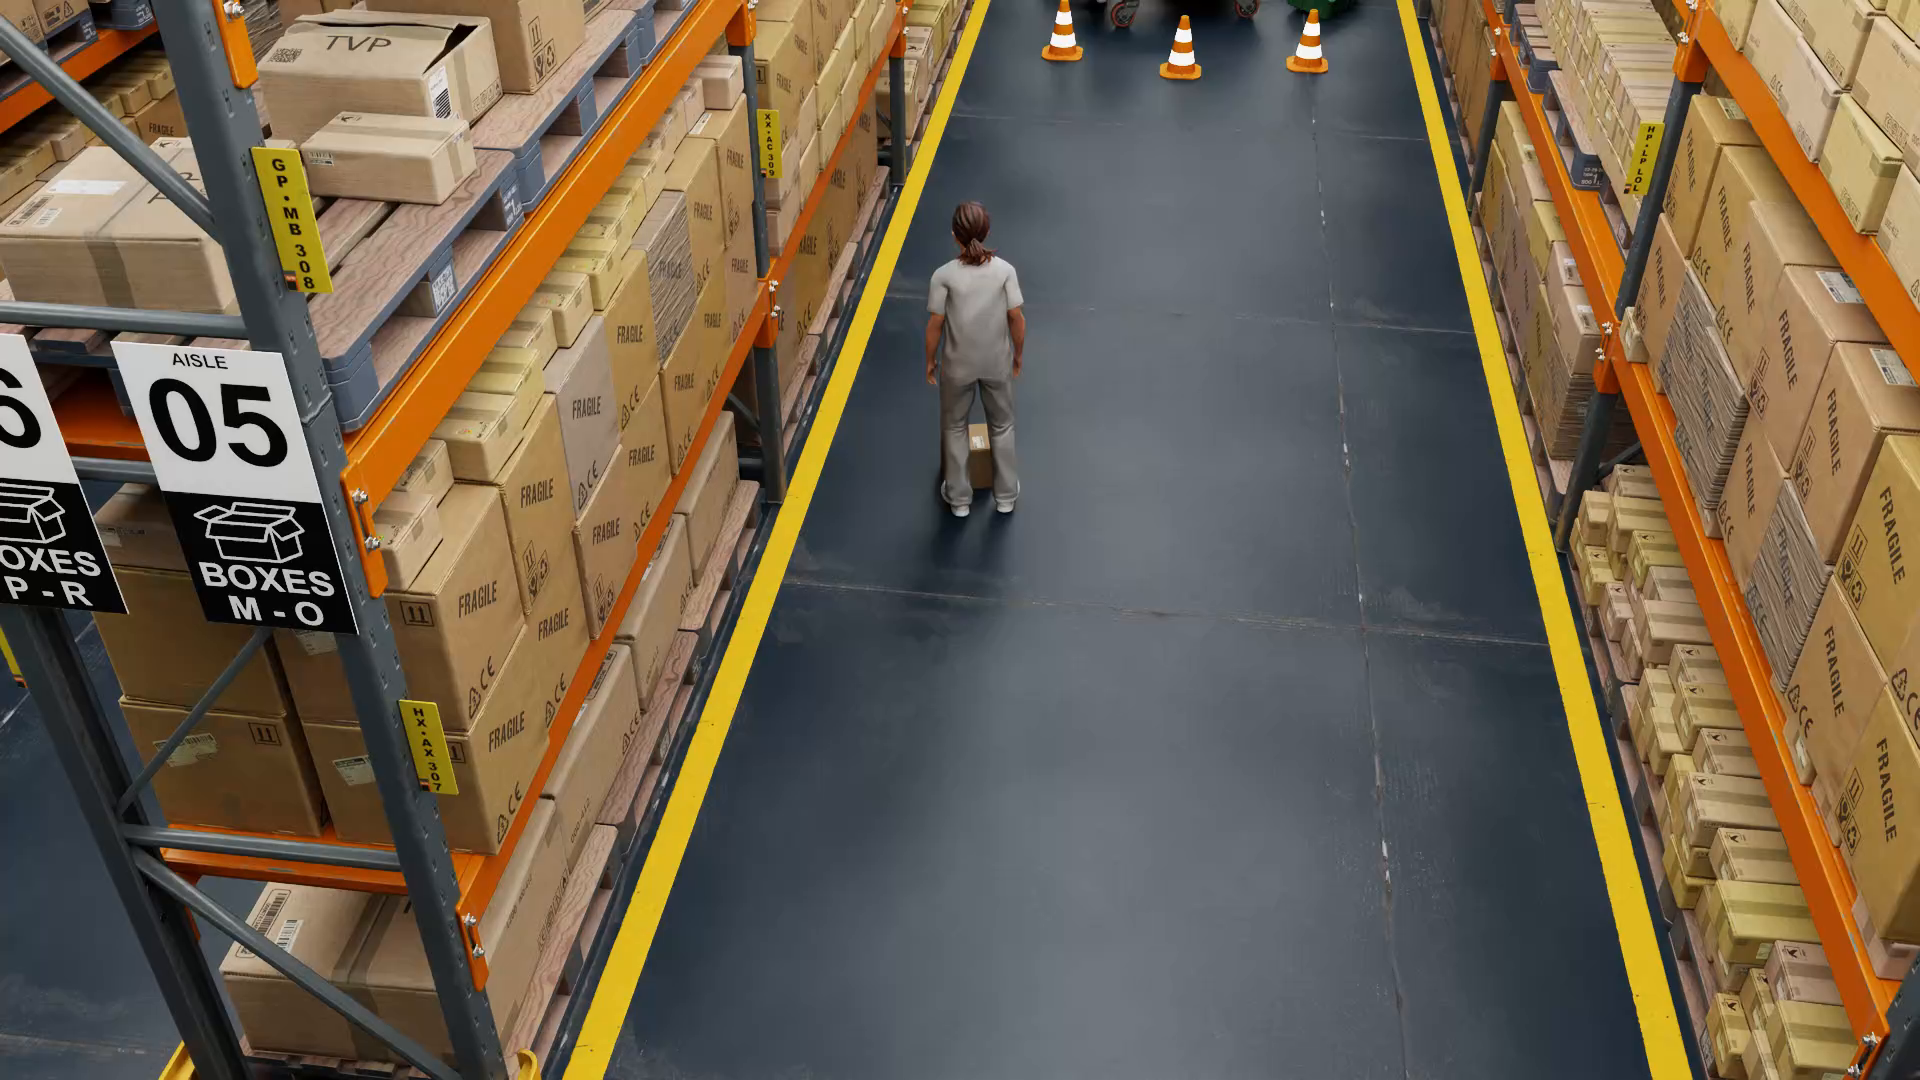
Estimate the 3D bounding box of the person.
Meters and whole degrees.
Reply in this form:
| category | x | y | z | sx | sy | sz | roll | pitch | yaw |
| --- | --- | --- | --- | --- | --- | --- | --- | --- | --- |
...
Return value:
| category | x | y | z | sx | sy | sz | roll | pitch | yaw |
| --- | --- | --- | --- | --- | --- | --- | --- | --- | --- |
| person | 0.079 | -0.869 | 8.224 | 0.504 | 1.673 | 0.351 | -4 | 36 | -6 |
